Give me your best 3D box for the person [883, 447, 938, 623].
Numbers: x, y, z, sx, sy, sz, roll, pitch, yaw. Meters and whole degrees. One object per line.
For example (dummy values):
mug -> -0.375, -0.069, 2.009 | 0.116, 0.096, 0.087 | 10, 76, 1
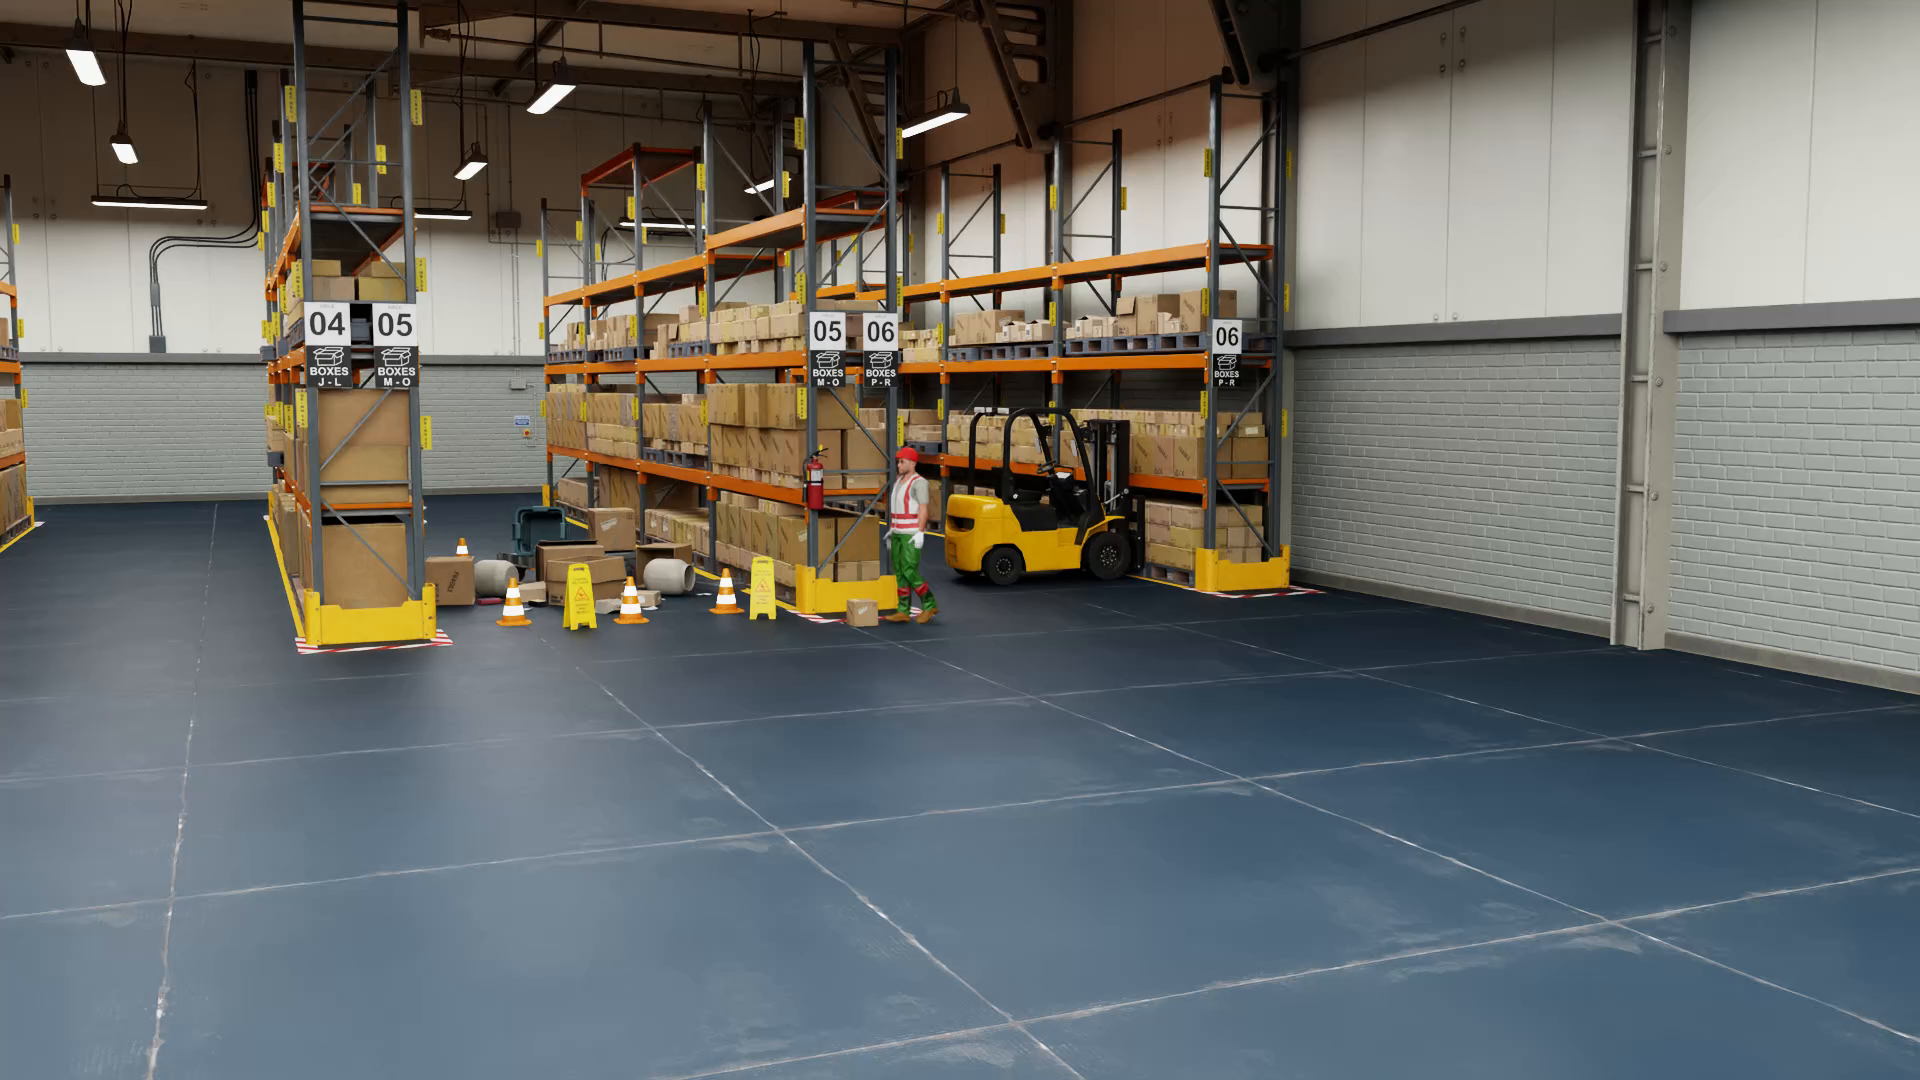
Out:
person -> -0.542, -0.052, 17.039 | 0.499, 1.796, 0.544 | -4, 6, -34
